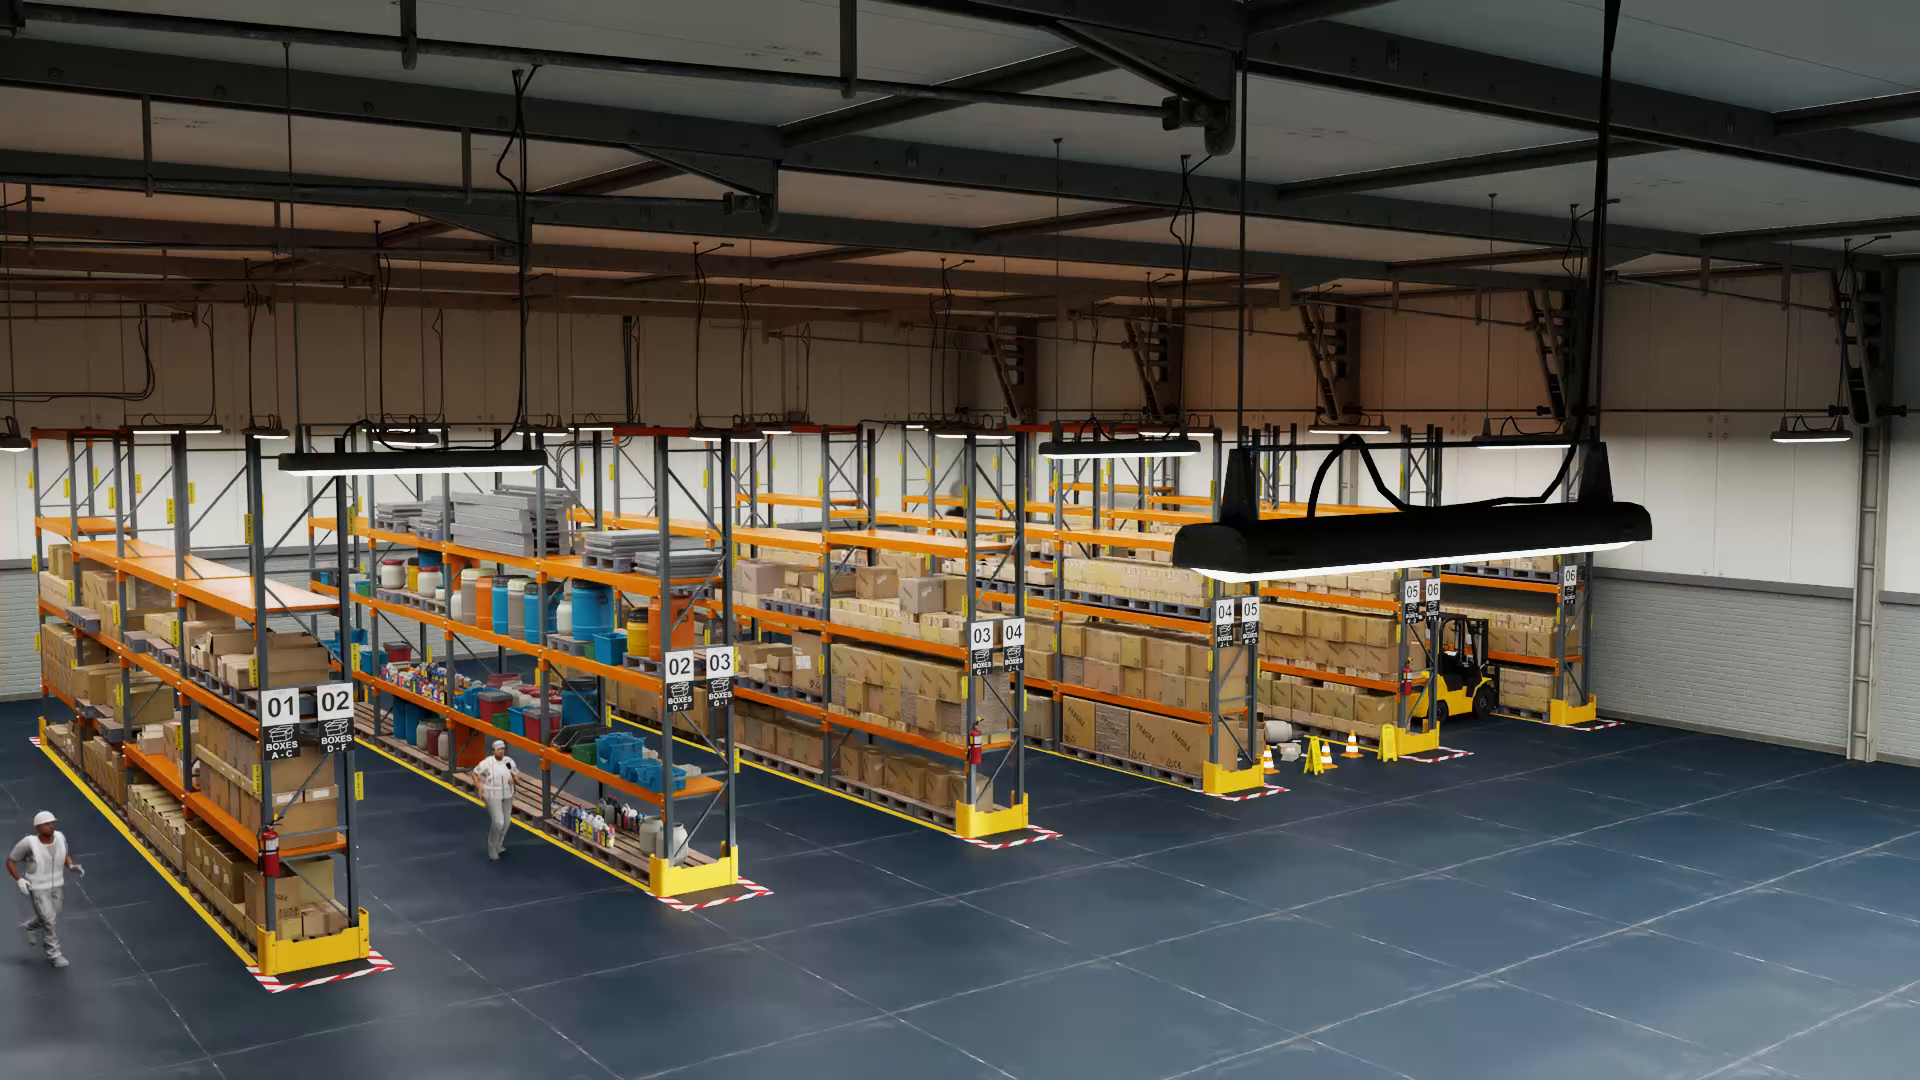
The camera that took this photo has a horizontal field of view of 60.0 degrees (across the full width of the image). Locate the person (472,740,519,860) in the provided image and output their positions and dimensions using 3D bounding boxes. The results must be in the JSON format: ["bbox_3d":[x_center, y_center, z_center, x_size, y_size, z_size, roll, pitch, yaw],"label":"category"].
[{"bbox_3d":[-6.505,3.665,23.481,0.582,1.684,0.668,-4,6,-39],"label":"person"}]

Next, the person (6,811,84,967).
[{"bbox_3d":[-10.541,3.962,19.047,0.892,1.757,0.665,2,5,26],"label":"person"}]
